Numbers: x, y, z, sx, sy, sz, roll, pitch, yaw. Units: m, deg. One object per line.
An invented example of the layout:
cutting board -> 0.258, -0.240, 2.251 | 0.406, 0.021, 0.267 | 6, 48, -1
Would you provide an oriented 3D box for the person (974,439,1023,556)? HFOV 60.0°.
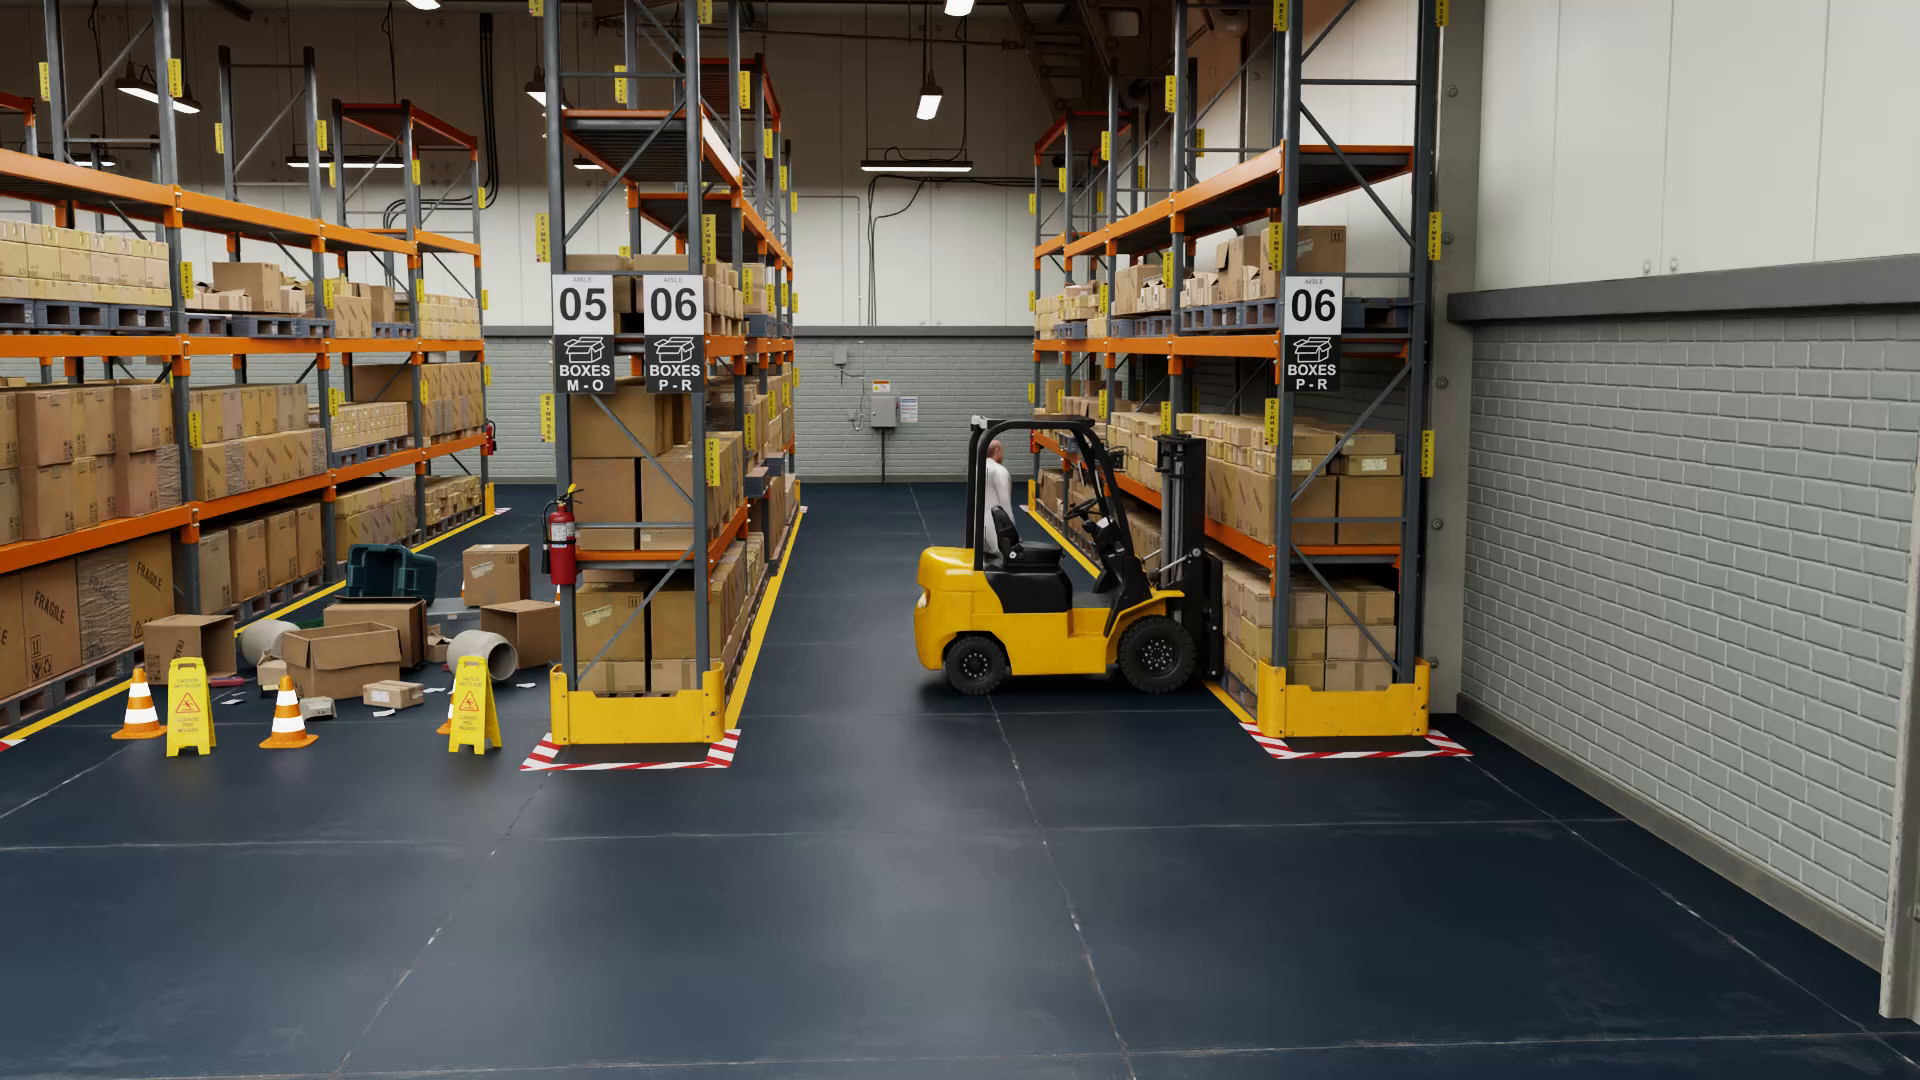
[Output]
person -> 0.343, -0.124, 16.673 | 0.496, 1.774, 0.653 | -4, 8, -33
